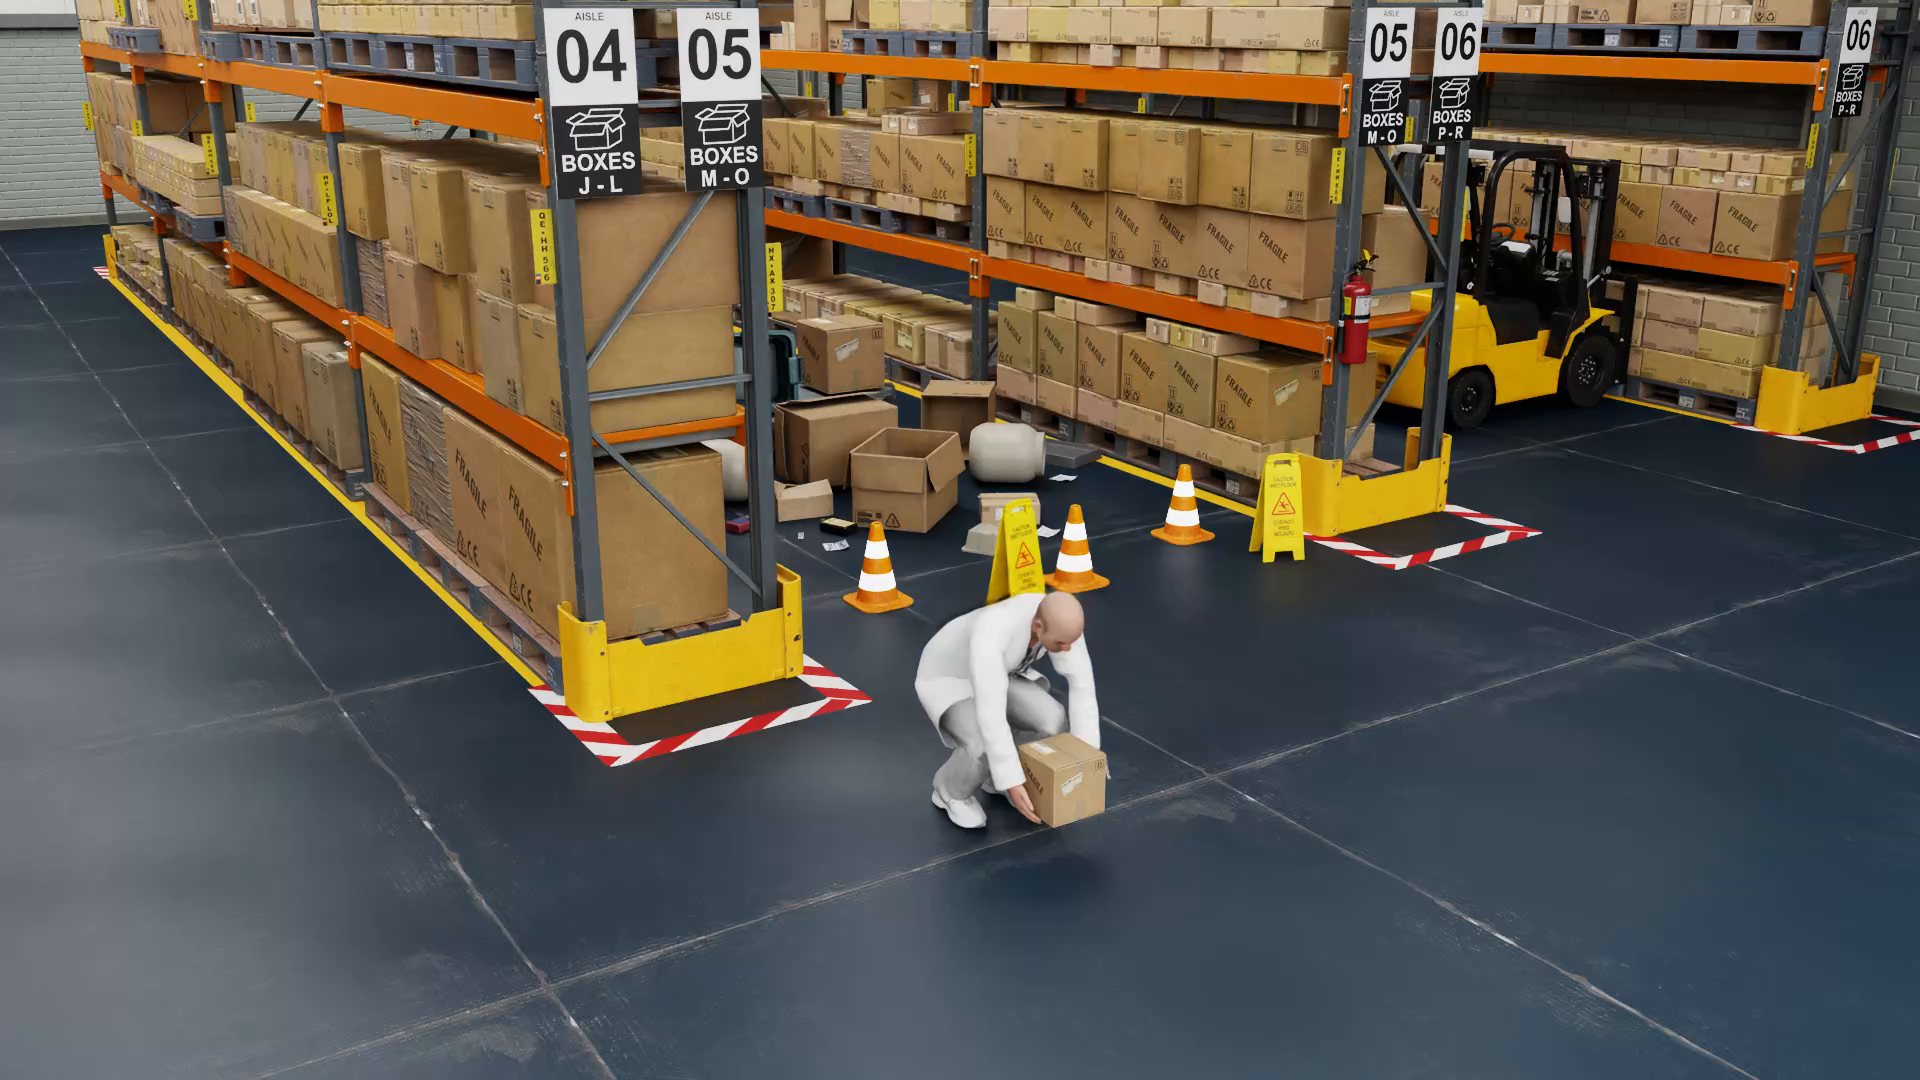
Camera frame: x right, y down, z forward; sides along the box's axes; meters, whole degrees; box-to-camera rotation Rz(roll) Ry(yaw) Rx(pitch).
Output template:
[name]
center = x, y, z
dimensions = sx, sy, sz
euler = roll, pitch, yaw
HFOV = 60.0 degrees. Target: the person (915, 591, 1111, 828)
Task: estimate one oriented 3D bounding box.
[person]
center = 0.192, 0.641, 6.753
dimensions = 0.613, 1.063, 0.888
euler = -11, 21, -32
